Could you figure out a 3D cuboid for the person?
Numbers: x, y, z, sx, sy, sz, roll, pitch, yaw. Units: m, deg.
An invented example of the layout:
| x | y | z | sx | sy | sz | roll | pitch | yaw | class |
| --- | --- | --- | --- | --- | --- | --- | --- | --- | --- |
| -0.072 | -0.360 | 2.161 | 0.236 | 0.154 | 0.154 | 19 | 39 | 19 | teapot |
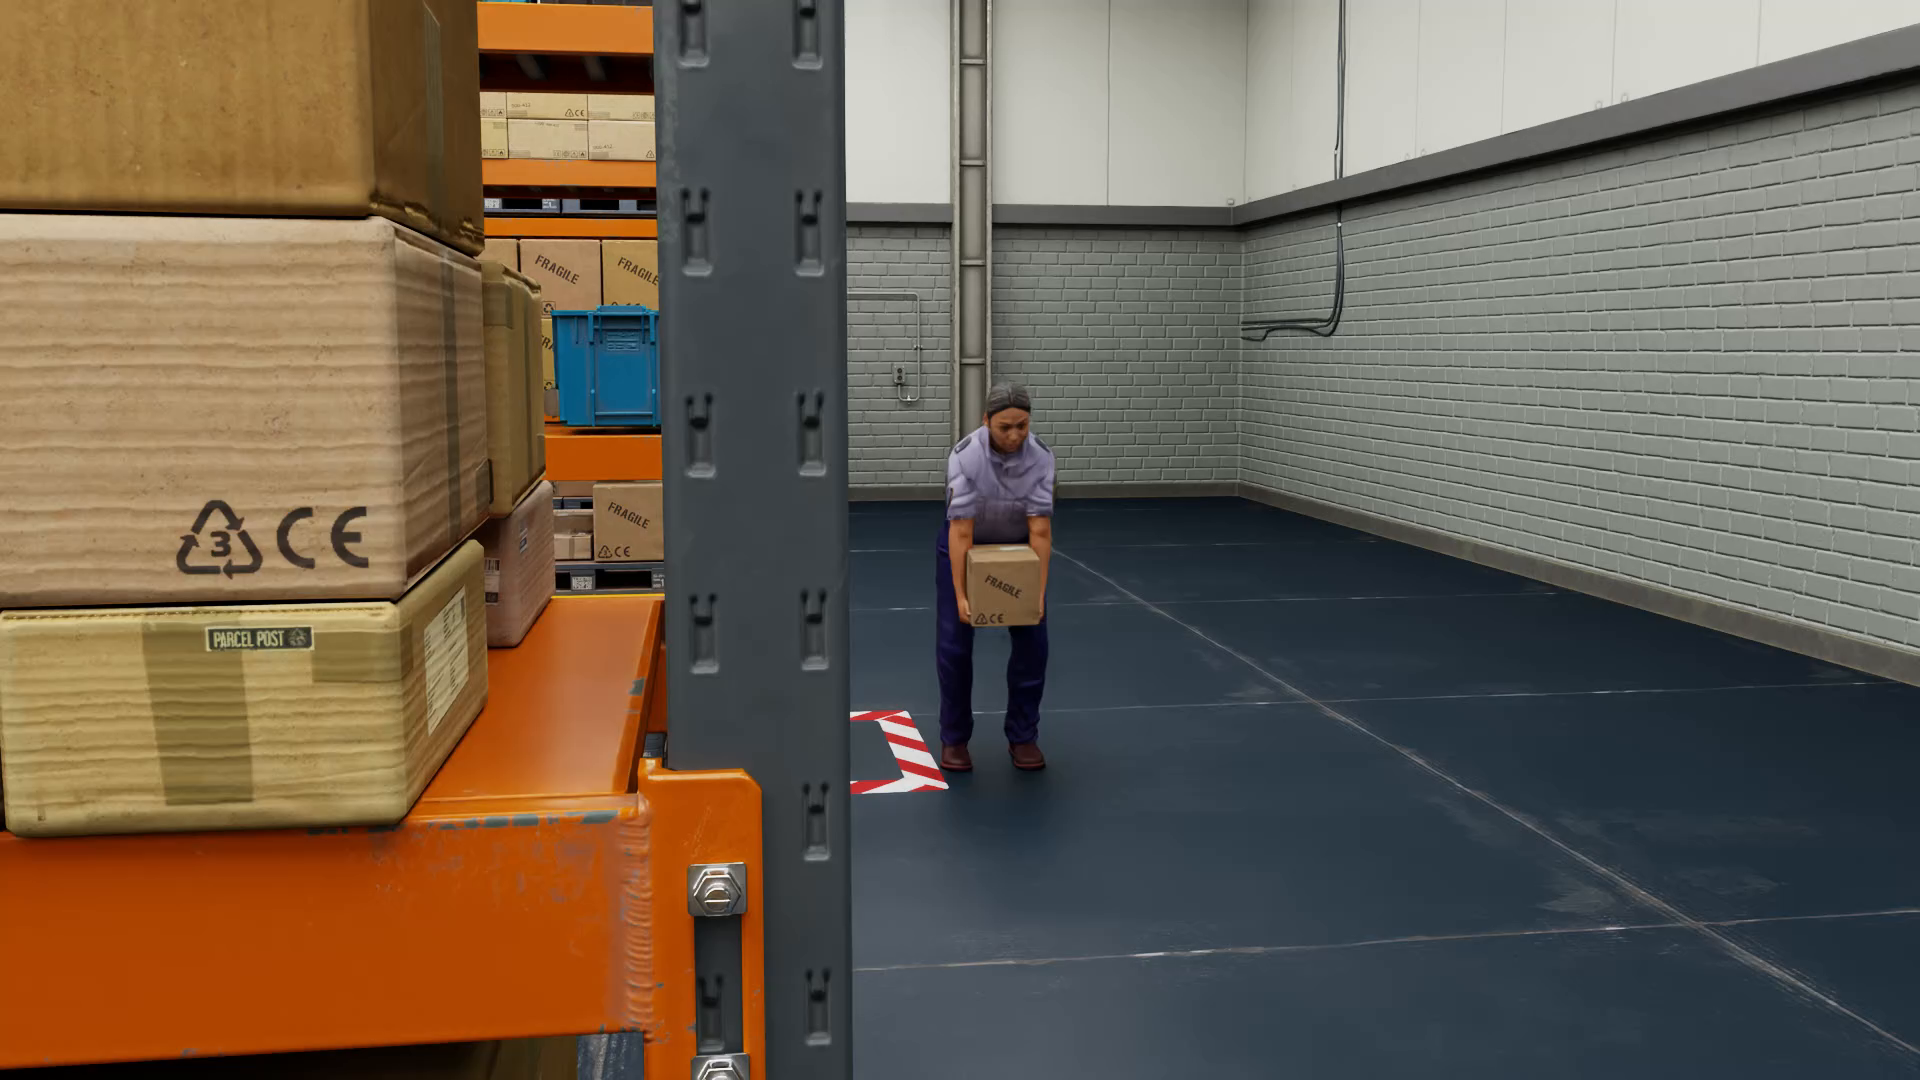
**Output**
| x | y | z | sx | sy | sz | roll | pitch | yaw | class |
| --- | --- | --- | --- | --- | --- | --- | --- | --- | --- |
| 0.133 | 0.147 | 6.329 | 0.441 | 1.497 | 0.675 | -1 | 7 | -6 | person |
